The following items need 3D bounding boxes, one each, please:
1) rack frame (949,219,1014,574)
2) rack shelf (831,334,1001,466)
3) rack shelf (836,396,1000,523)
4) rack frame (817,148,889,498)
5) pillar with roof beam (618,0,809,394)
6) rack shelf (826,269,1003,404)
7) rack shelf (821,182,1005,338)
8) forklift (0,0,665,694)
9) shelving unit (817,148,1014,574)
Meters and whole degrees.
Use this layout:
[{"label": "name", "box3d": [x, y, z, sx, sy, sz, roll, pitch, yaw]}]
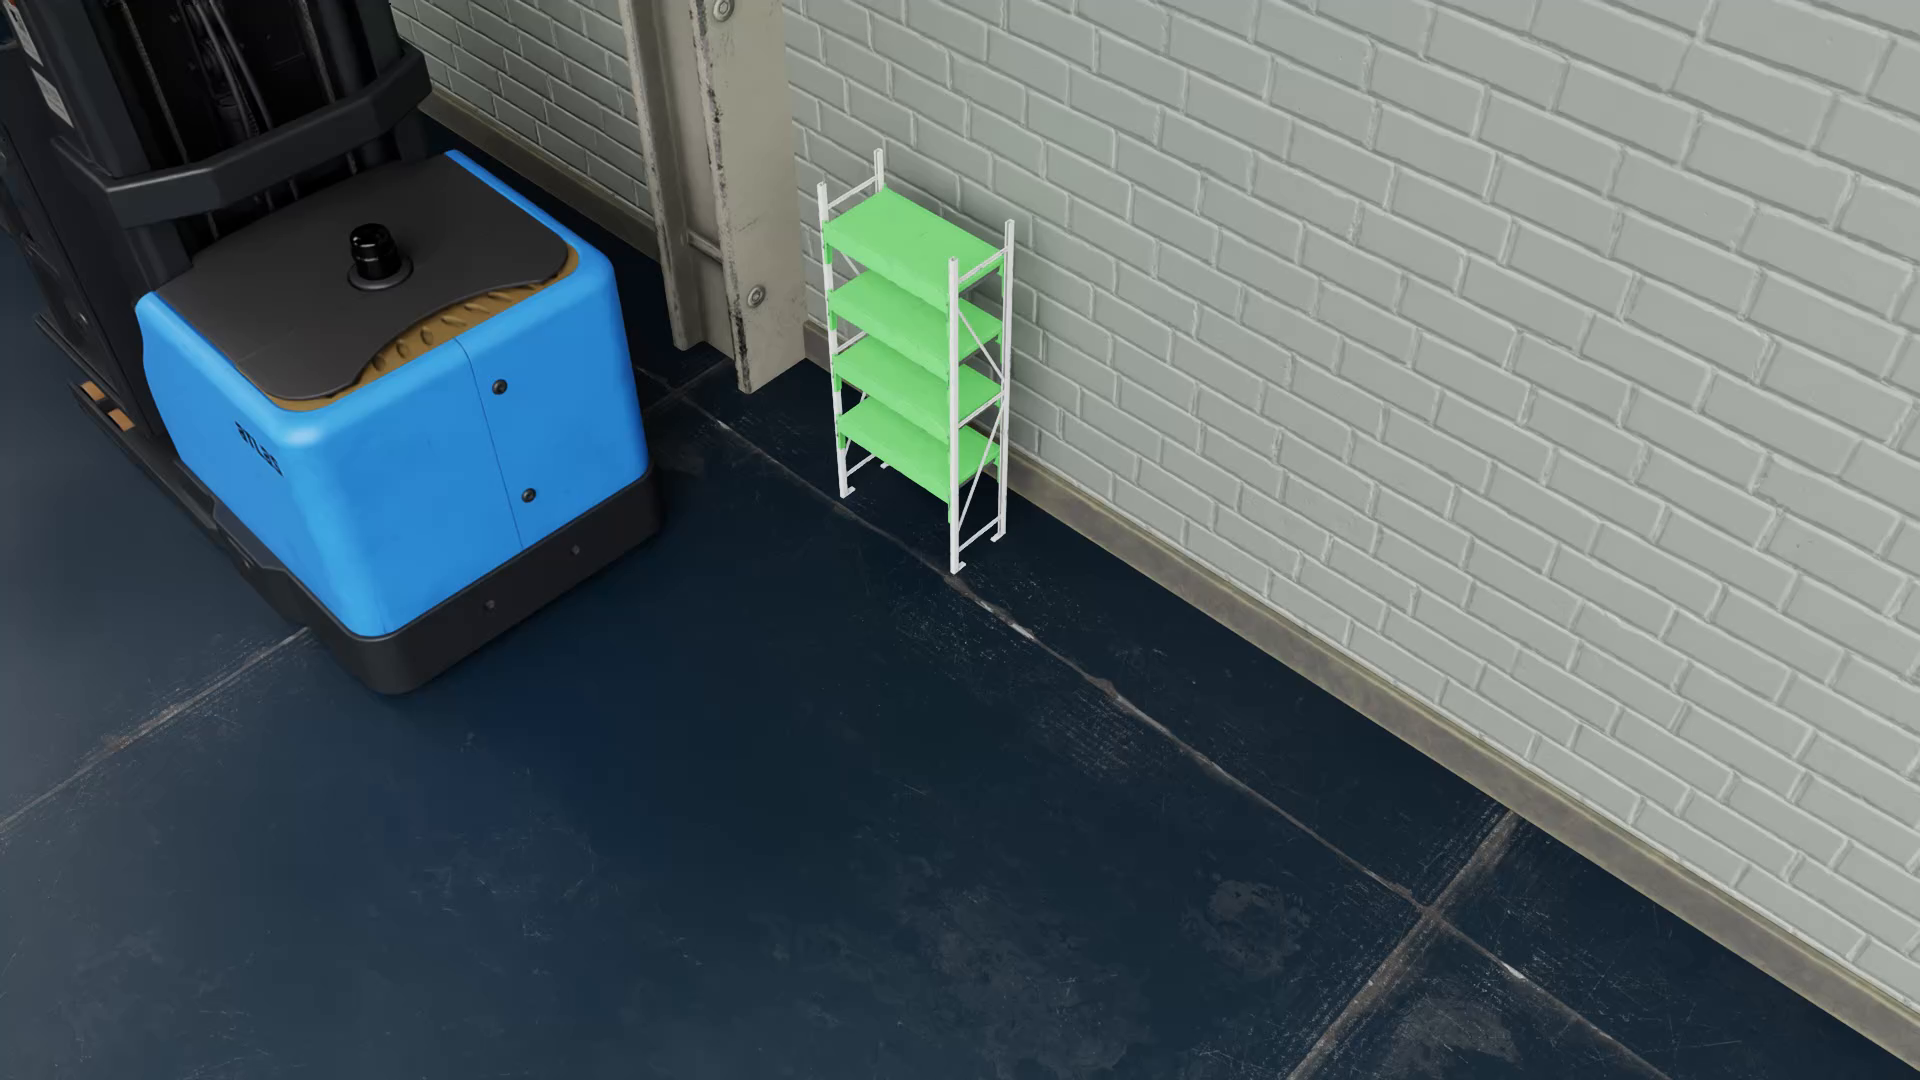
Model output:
[{"label": "rack frame", "box3d": [0.058, -0.372, 4.776, 0.015, 1.200, 0.240, 34, 55, 28]}, {"label": "rack shelf", "box3d": [-0.122, -0.449, 4.936, 0.480, 0.148, 0.258, 34, 55, 28]}, {"label": "rack shelf", "box3d": [-0.122, -0.285, 5.111, 0.480, 0.148, 0.258, 34, 55, 28]}, {"label": "rack frame", "box3d": [-0.301, -0.613, 5.003, 0.015, 1.200, 0.240, 34, 55, 28]}, {"label": "pillar with roof beam", "box3d": [-3.689, -1.453, 0.442, 0.400, 9.000, 9.100, 34, 55, 28]}, {"label": "rack shelf", "box3d": [-0.122, -0.613, 4.761, 0.480, 0.148, 0.258, 34, 55, 28]}, {"label": "rack shelf", "box3d": [-0.122, -0.777, 4.586, 0.480, 0.148, 0.258, 34, 55, 28]}, {"label": "forklift", "box3d": [-2.326, -1.529, 4.675, 3.031, 2.935, 1.130, 36, 56, 29]}, {"label": "shelving unit", "box3d": [-0.122, -0.493, 4.889, 0.503, 1.200, 0.258, 34, 55, 28]}]
